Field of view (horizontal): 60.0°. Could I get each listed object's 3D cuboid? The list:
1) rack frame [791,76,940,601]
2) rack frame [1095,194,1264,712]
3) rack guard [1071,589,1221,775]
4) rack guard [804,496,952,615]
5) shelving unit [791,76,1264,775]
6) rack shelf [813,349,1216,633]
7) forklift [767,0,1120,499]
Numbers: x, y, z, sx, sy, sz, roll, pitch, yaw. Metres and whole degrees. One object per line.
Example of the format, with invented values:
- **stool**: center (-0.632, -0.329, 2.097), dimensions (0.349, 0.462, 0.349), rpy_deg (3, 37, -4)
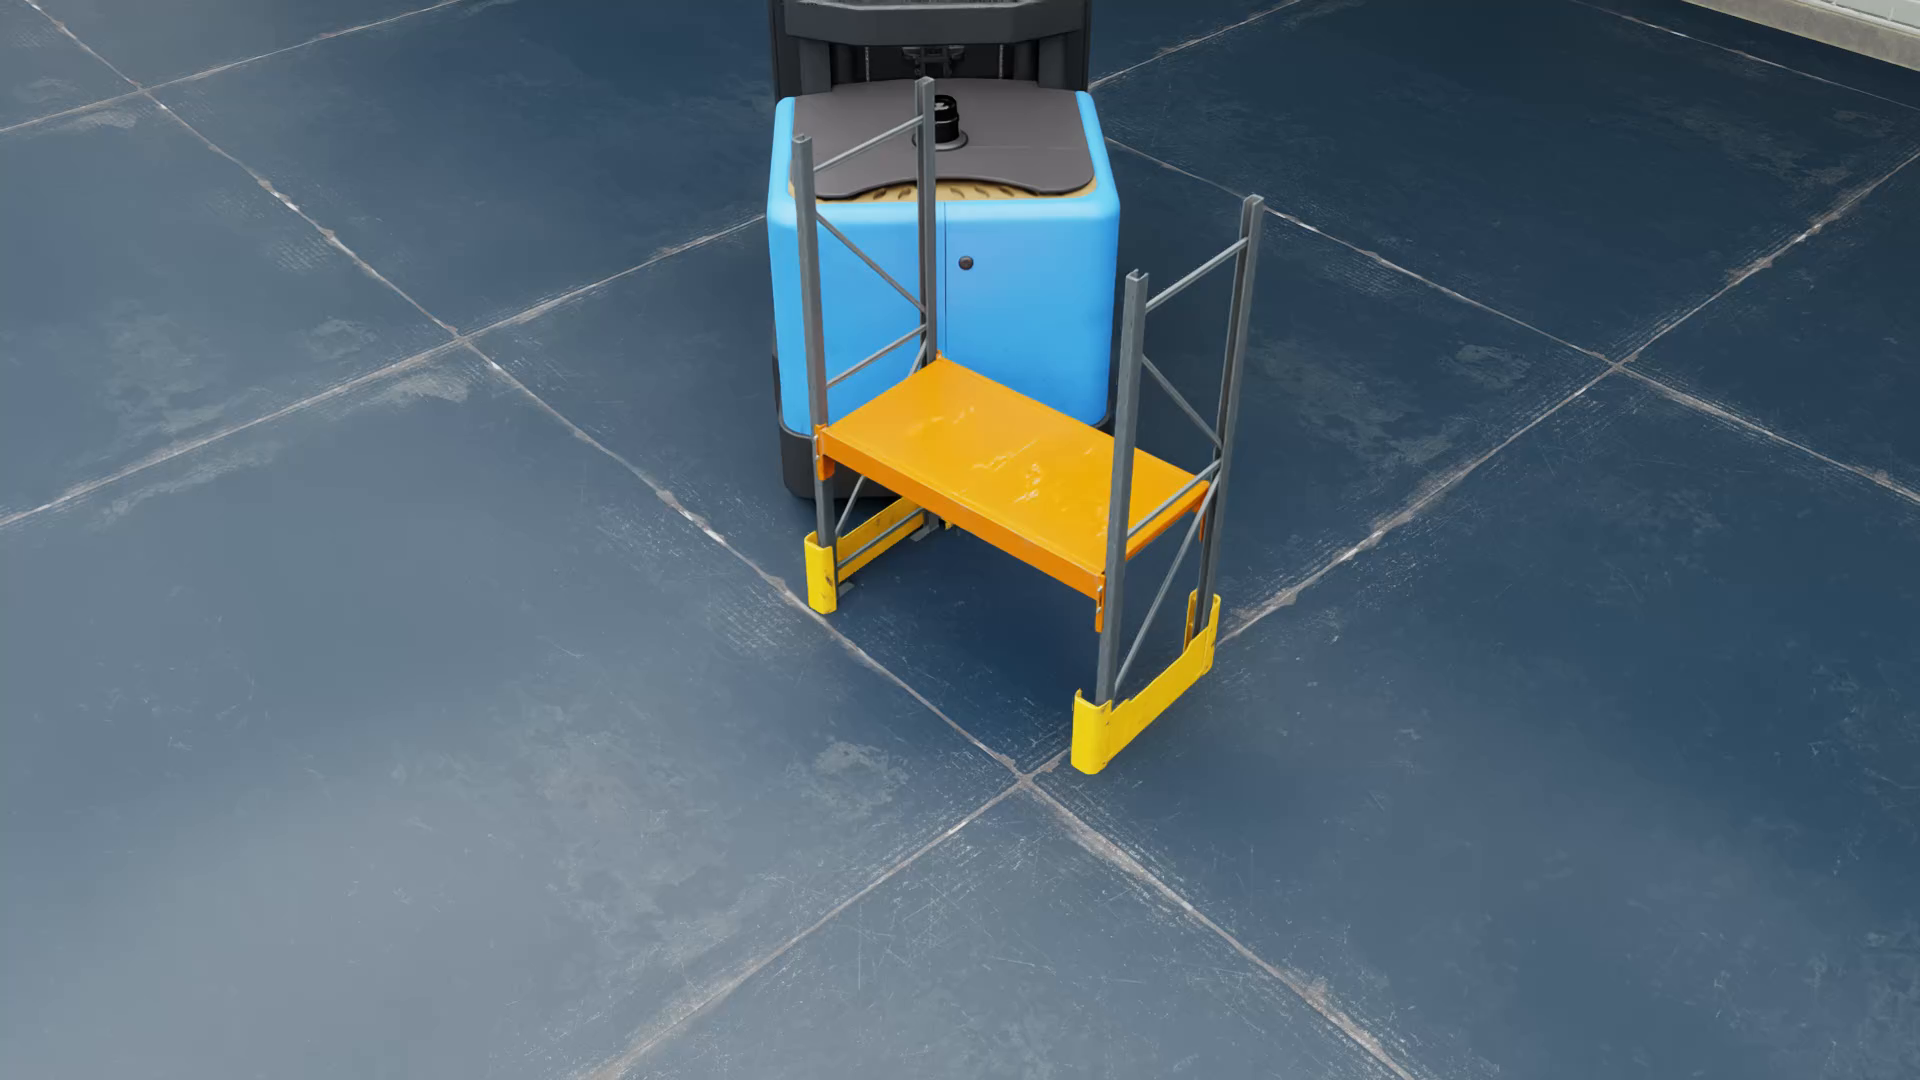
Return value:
- **rack frame**: center (-0.241, -0.512, 4.690), dimensions (0.032, 1.500, 0.500), rpy_deg (28, 47, 31)
- **rack frame**: center (0.529, -0.094, 4.173), dimensions (0.032, 1.500, 0.500), rpy_deg (28, 47, 31)
- **rack guard**: center (0.514, 0.384, 4.576), dimensions (0.087, 0.250, 0.587), rpy_deg (28, 47, 31)
- **rack guard**: center (-0.240, -0.025, 5.082), dimensions (0.087, 0.250, 0.587), rpy_deg (28, 47, 31)
- **shelving unit**: center (0.137, -0.307, 4.436), dimensions (1.083, 1.500, 0.587), rpy_deg (28, 47, 31)
- **rack shelf**: center (0.144, -0.163, 4.544), dimensions (1.000, 0.185, 0.538), rpy_deg (28, 47, 31)
- **forklift**: center (-0.113, -2.178, 5.614), dimensions (1.130, 2.935, 3.031), rpy_deg (-2, 39, -2)
